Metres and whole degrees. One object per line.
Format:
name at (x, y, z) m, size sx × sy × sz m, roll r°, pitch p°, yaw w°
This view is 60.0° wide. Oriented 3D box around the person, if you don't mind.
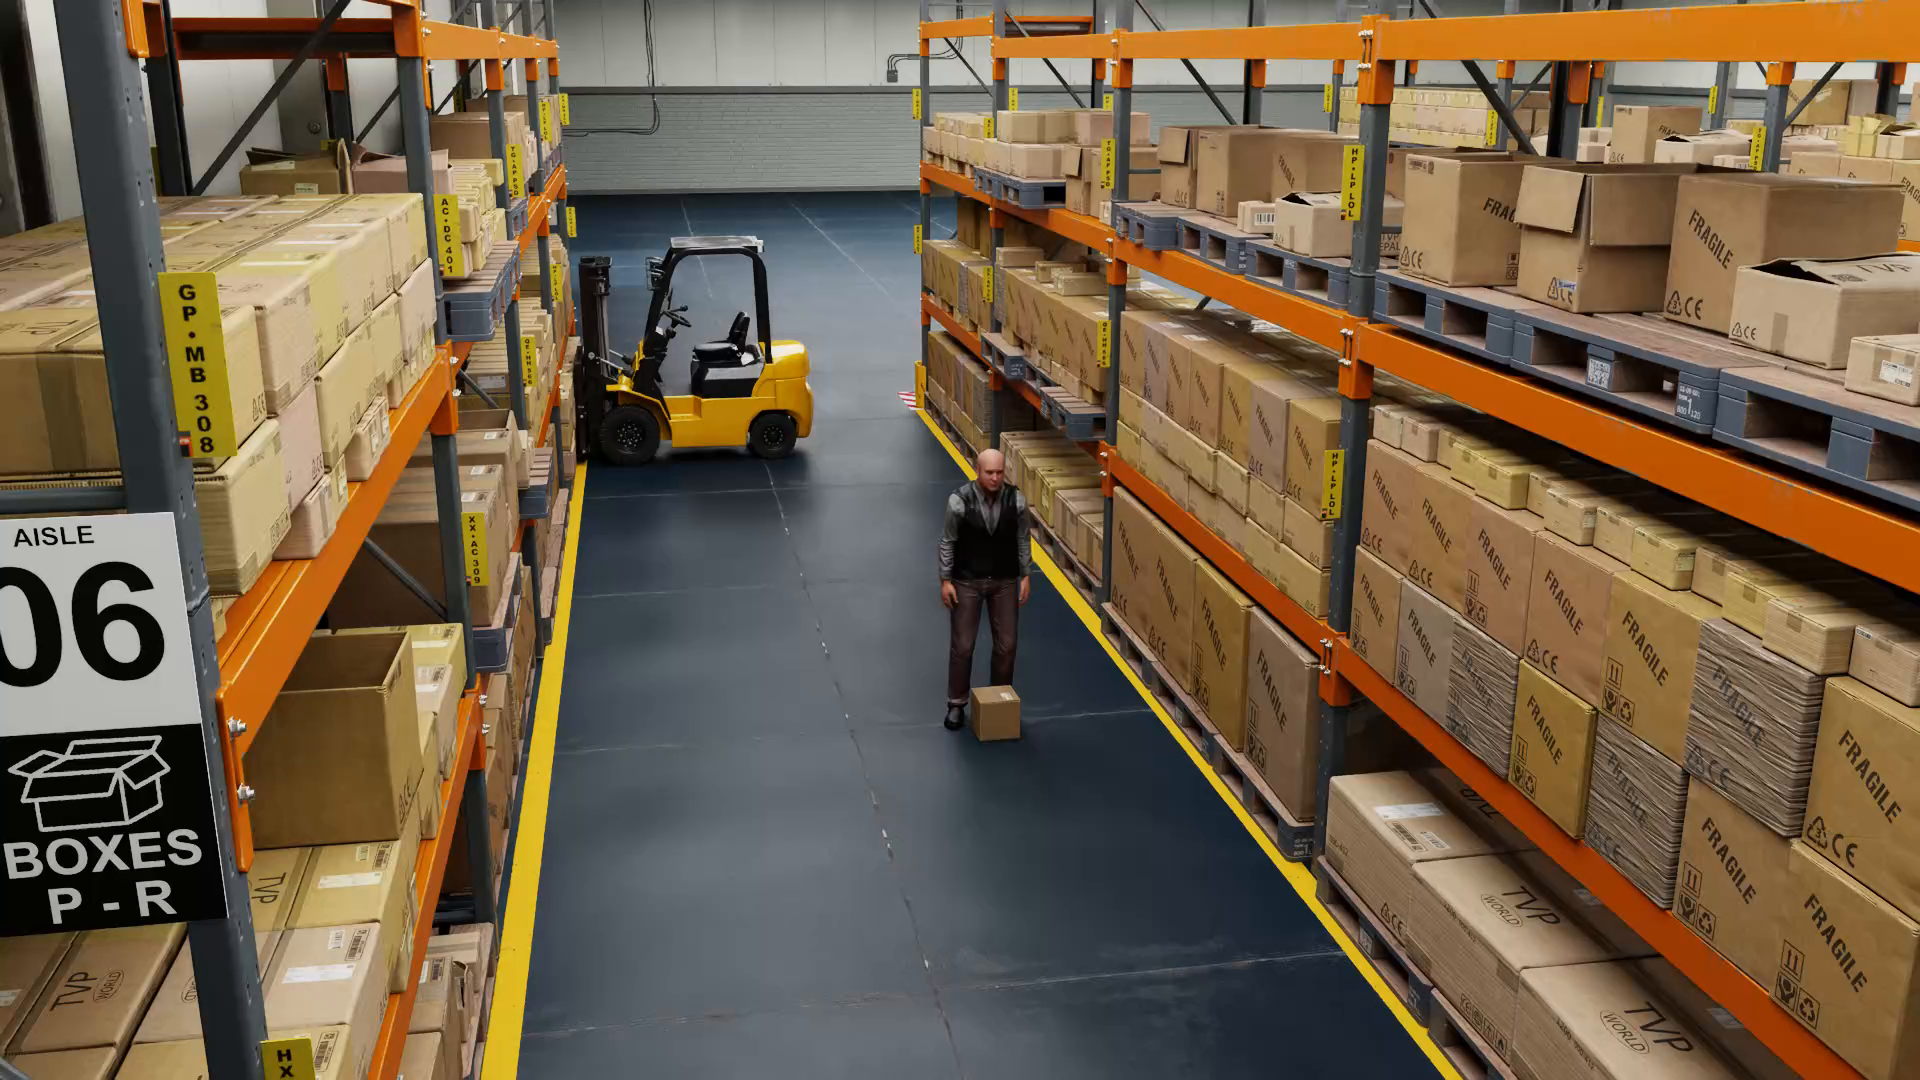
person at (0.153, 0.268, 10.155) m, size 0.581 × 1.721 × 0.413 m, roll -3°, pitch 17°, yaw -11°
